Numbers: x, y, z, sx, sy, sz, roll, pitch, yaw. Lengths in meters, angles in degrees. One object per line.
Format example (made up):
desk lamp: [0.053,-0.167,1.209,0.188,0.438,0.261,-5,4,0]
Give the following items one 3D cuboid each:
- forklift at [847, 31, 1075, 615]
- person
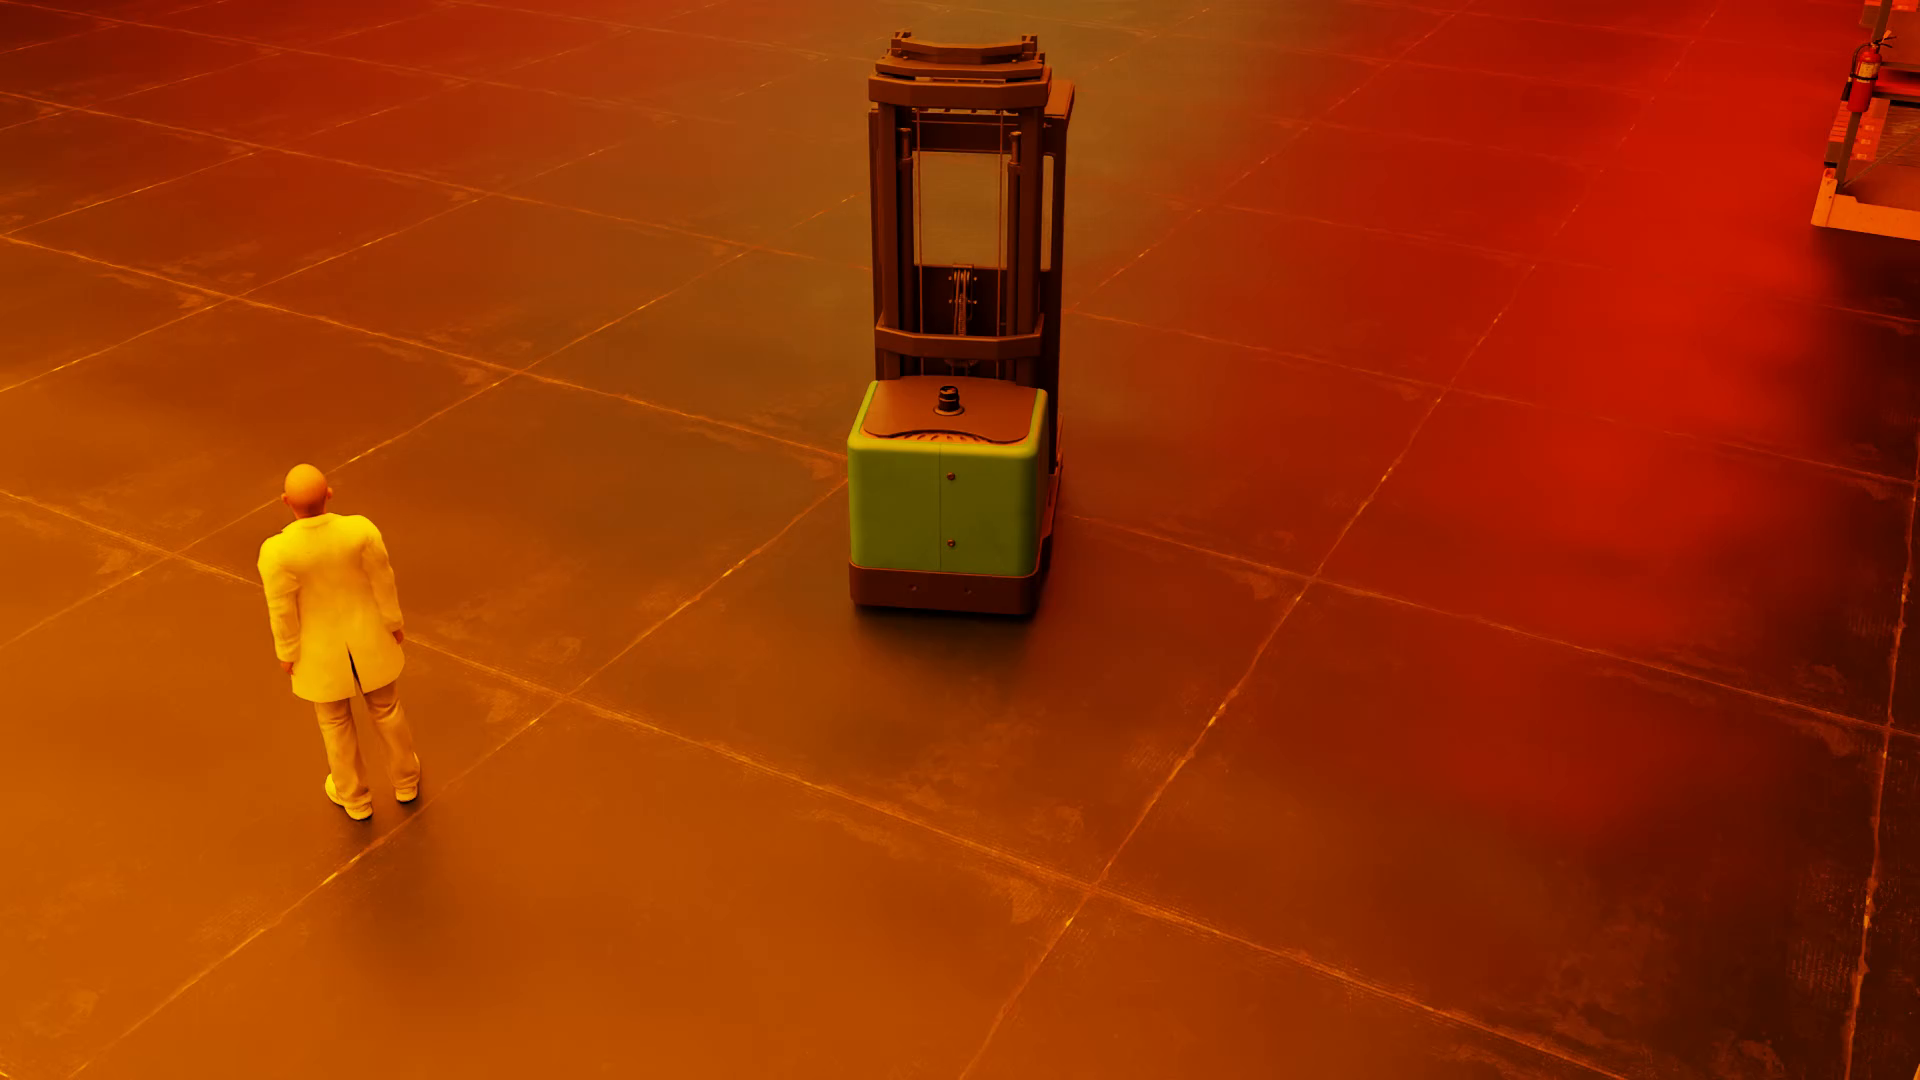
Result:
forklift: [0.072,-1.572,9.794,1.130,2.935,3.031,3,30,6]
person: [-2.790,0.433,7.471,0.551,1.781,0.391,-17,34,-27]
